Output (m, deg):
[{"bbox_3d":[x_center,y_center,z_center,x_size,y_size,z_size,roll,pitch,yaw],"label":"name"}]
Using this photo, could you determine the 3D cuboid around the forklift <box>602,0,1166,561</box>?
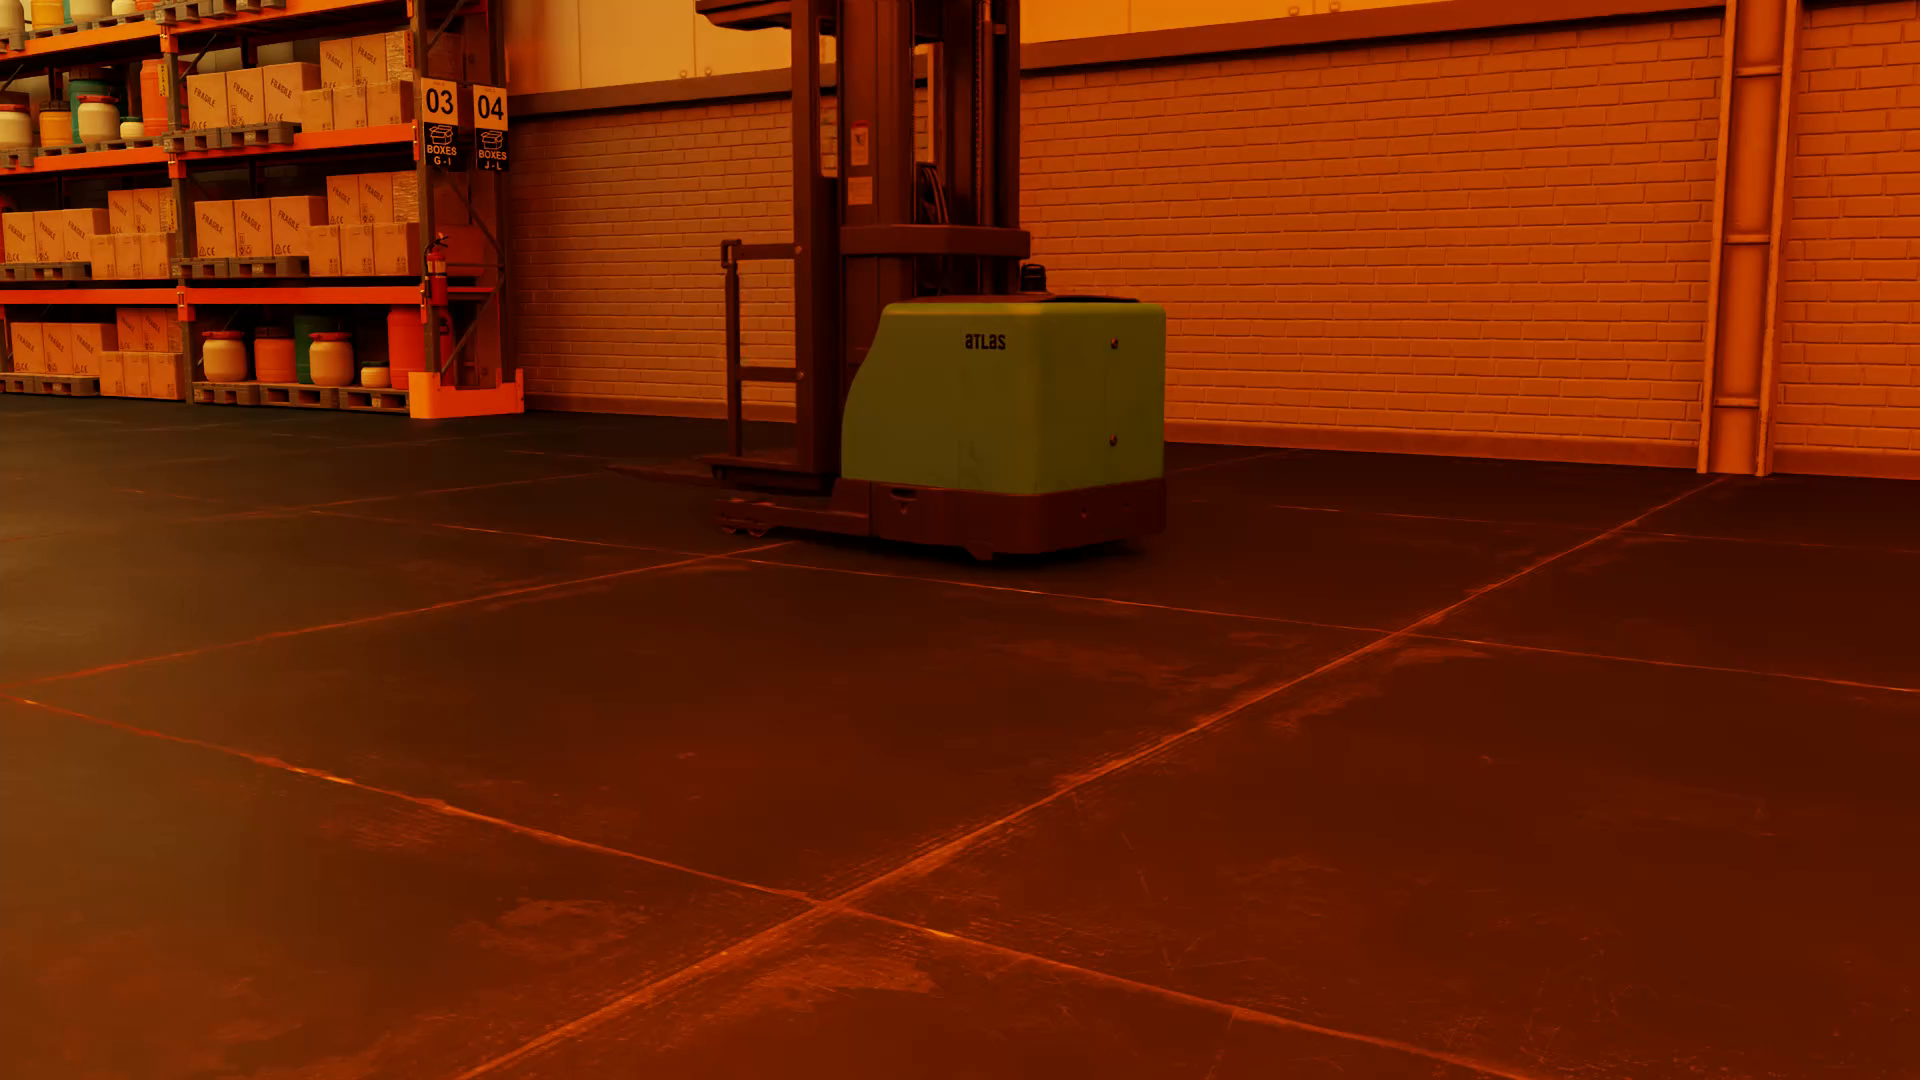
[{"bbox_3d":[-0.526,-1.511,7.819,3.031,2.935,1.130,7,11,41],"label":"forklift"}]
